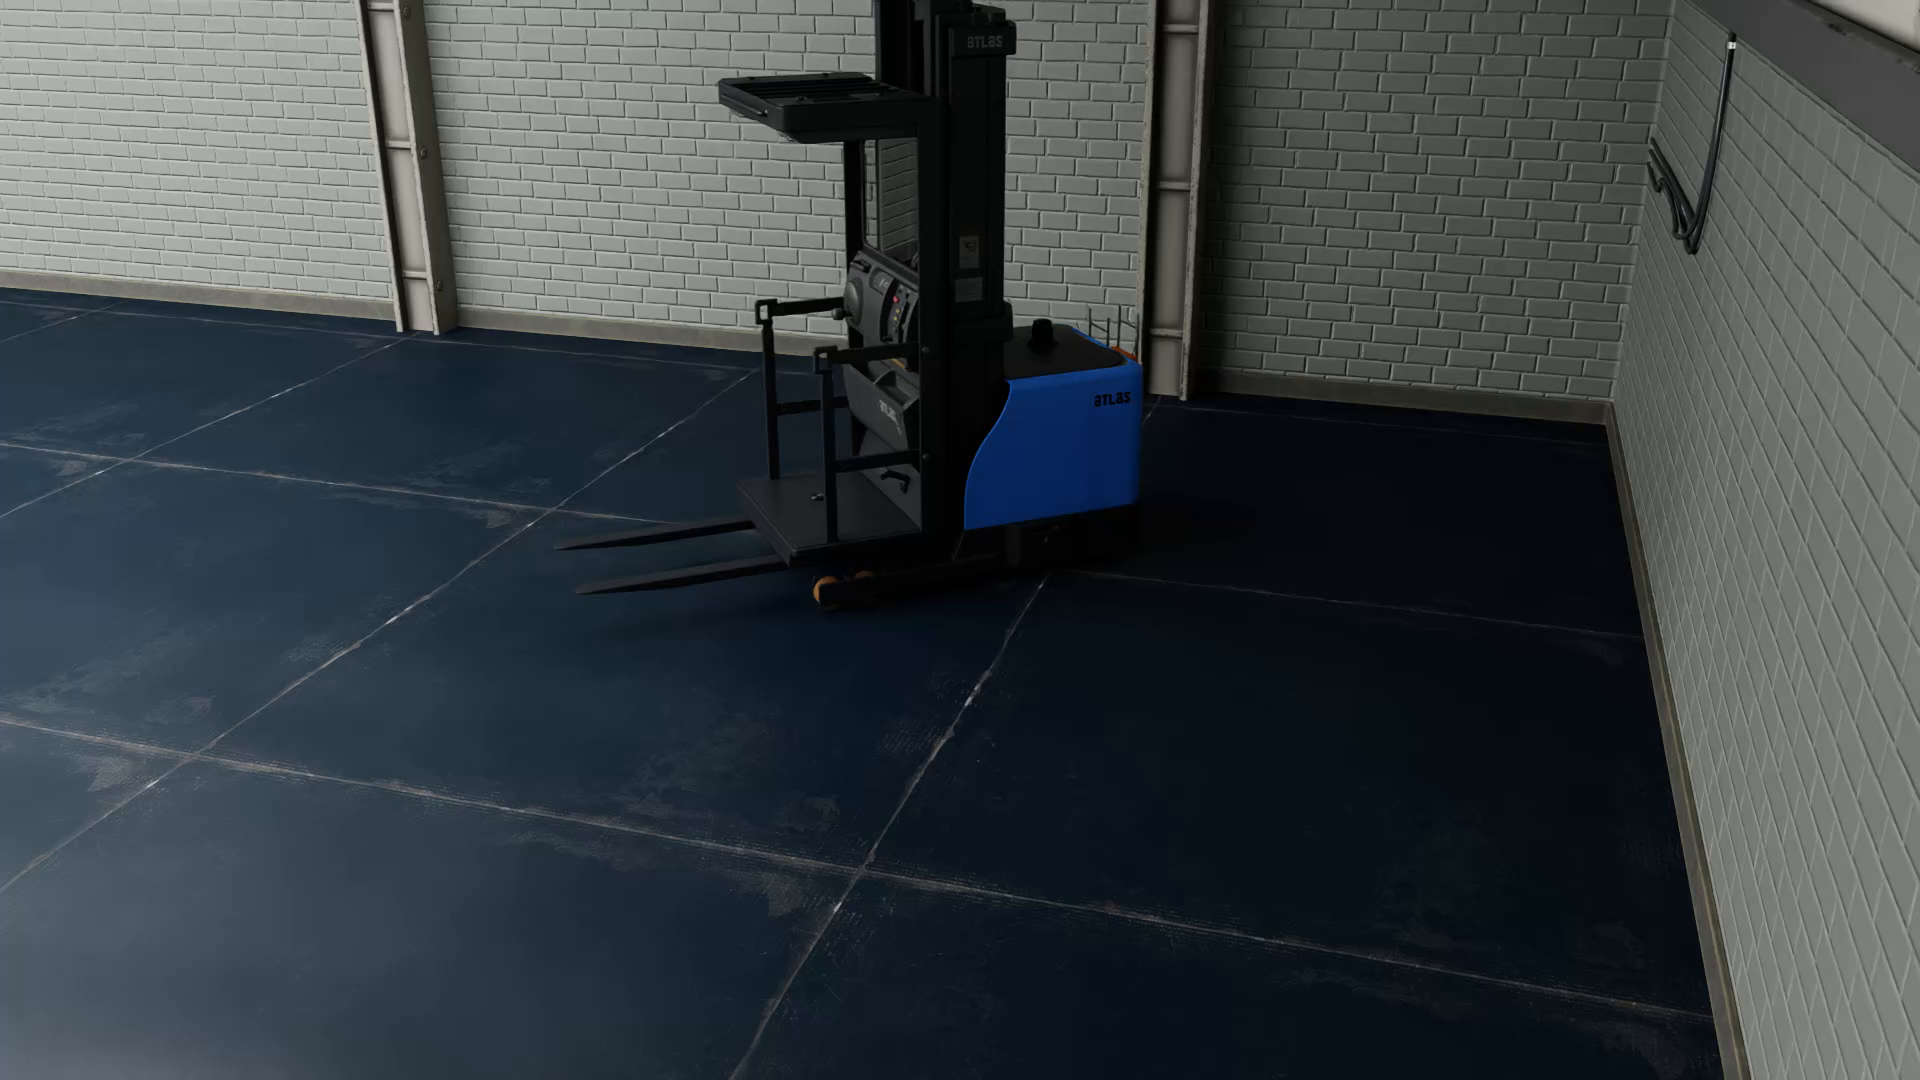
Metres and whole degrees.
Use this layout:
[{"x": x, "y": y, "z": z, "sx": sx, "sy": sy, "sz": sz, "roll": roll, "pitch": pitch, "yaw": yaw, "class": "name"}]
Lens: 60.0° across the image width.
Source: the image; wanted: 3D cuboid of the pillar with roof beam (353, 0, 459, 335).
[{"x": -5.537, "y": -4.312, "z": 7.924, "sx": 0.400, "sy": 9.000, "sz": 9.100, "roll": 7, "pitch": 23, "yaw": 16, "class": "pillar with roof beam"}]

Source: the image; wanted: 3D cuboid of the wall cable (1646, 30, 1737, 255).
[{"x": 3.889, "y": -2.978, "z": 8.764, "sx": 0.112, "sy": 2.526, "sz": 3.097, "roll": 7, "pitch": 23, "yaw": 16, "class": "wall cable"}]

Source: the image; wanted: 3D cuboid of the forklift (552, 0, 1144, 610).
[{"x": -0.589, "y": -1.230, "z": 8.407, "sx": 3.031, "sy": 2.935, "sz": 1.130, "roll": -9, "pitch": 24, "yaw": -21, "class": "forklift"}]

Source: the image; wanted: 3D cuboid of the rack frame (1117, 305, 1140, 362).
[{"x": 0.938, "y": -0.722, "z": 9.450, "sx": 0.006, "sy": 1.200, "sz": 0.240, "roll": -9, "pitch": 24, "yaw": -21, "class": "rack frame"}]

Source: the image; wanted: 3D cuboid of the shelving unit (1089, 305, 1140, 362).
[{"x": 0.853, "y": -0.709, "z": 9.417, "sx": 0.189, "sy": 1.200, "sz": 0.258, "roll": -9, "pitch": 24, "yaw": -21, "class": "shelving unit"}]

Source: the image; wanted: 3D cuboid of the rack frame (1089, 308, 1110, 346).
[{"x": 0.769, "y": -0.696, "z": 9.385, "sx": 0.006, "sy": 1.200, "sz": 0.240, "roll": -9, "pitch": 24, "yaw": -21, "class": "rack frame"}]

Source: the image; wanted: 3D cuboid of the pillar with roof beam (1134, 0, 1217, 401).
[{"x": 0.207, "y": -3.654, "z": 6.320, "sx": 0.400, "sy": 9.000, "sz": 9.100, "roll": 7, "pitch": 23, "yaw": 16, "class": "pillar with roof beam"}]

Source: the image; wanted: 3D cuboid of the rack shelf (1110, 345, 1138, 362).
[{"x": 0.853, "y": -1.001, "z": 9.298, "sx": 0.180, "sy": 0.103, "sz": 0.258, "roll": -9, "pitch": 24, "yaw": -21, "class": "rack shelf"}]
